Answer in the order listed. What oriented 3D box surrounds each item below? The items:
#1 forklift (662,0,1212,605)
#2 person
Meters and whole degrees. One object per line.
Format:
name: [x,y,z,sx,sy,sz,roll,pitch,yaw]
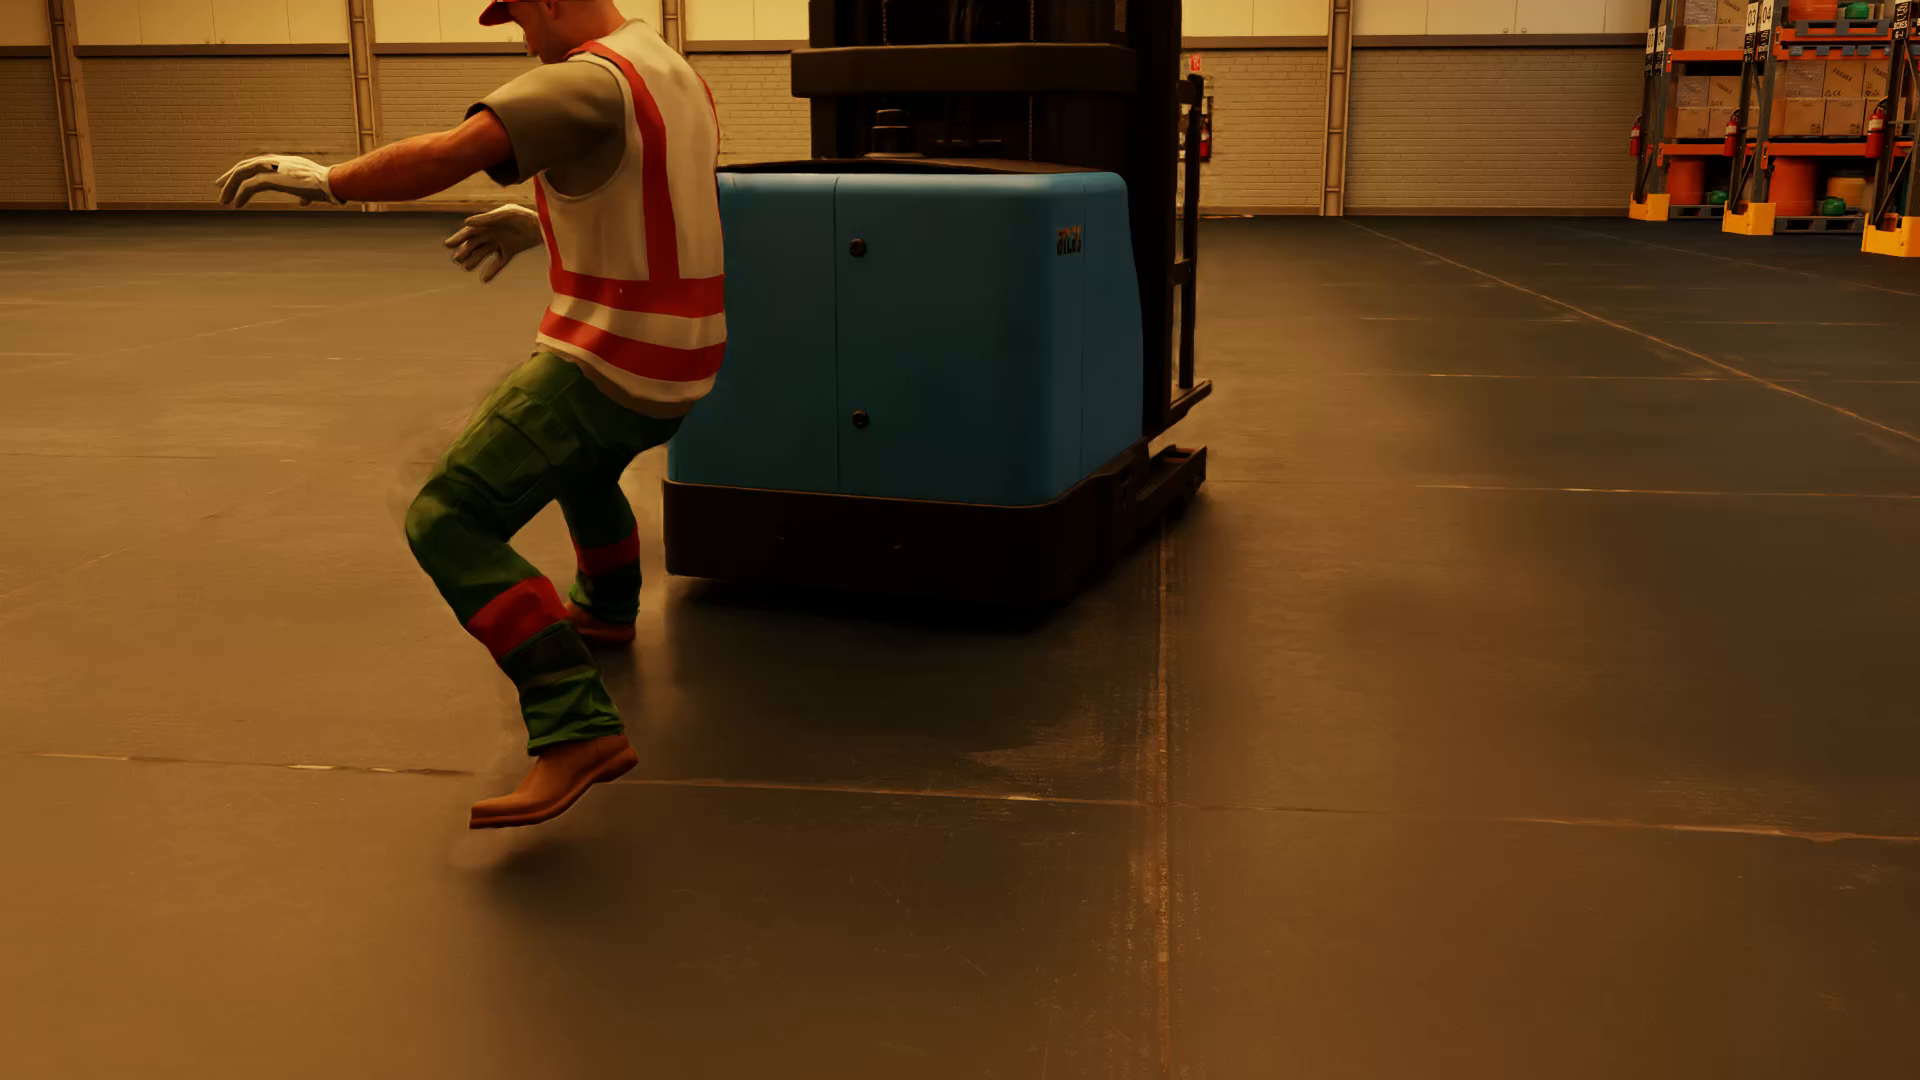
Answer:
forklift: [0.196,-1.559,5.176,1.130,2.935,3.031,4,14,19]
person: [-0.819,-0.383,3.164,0.755,1.552,1.283,3,13,12]
